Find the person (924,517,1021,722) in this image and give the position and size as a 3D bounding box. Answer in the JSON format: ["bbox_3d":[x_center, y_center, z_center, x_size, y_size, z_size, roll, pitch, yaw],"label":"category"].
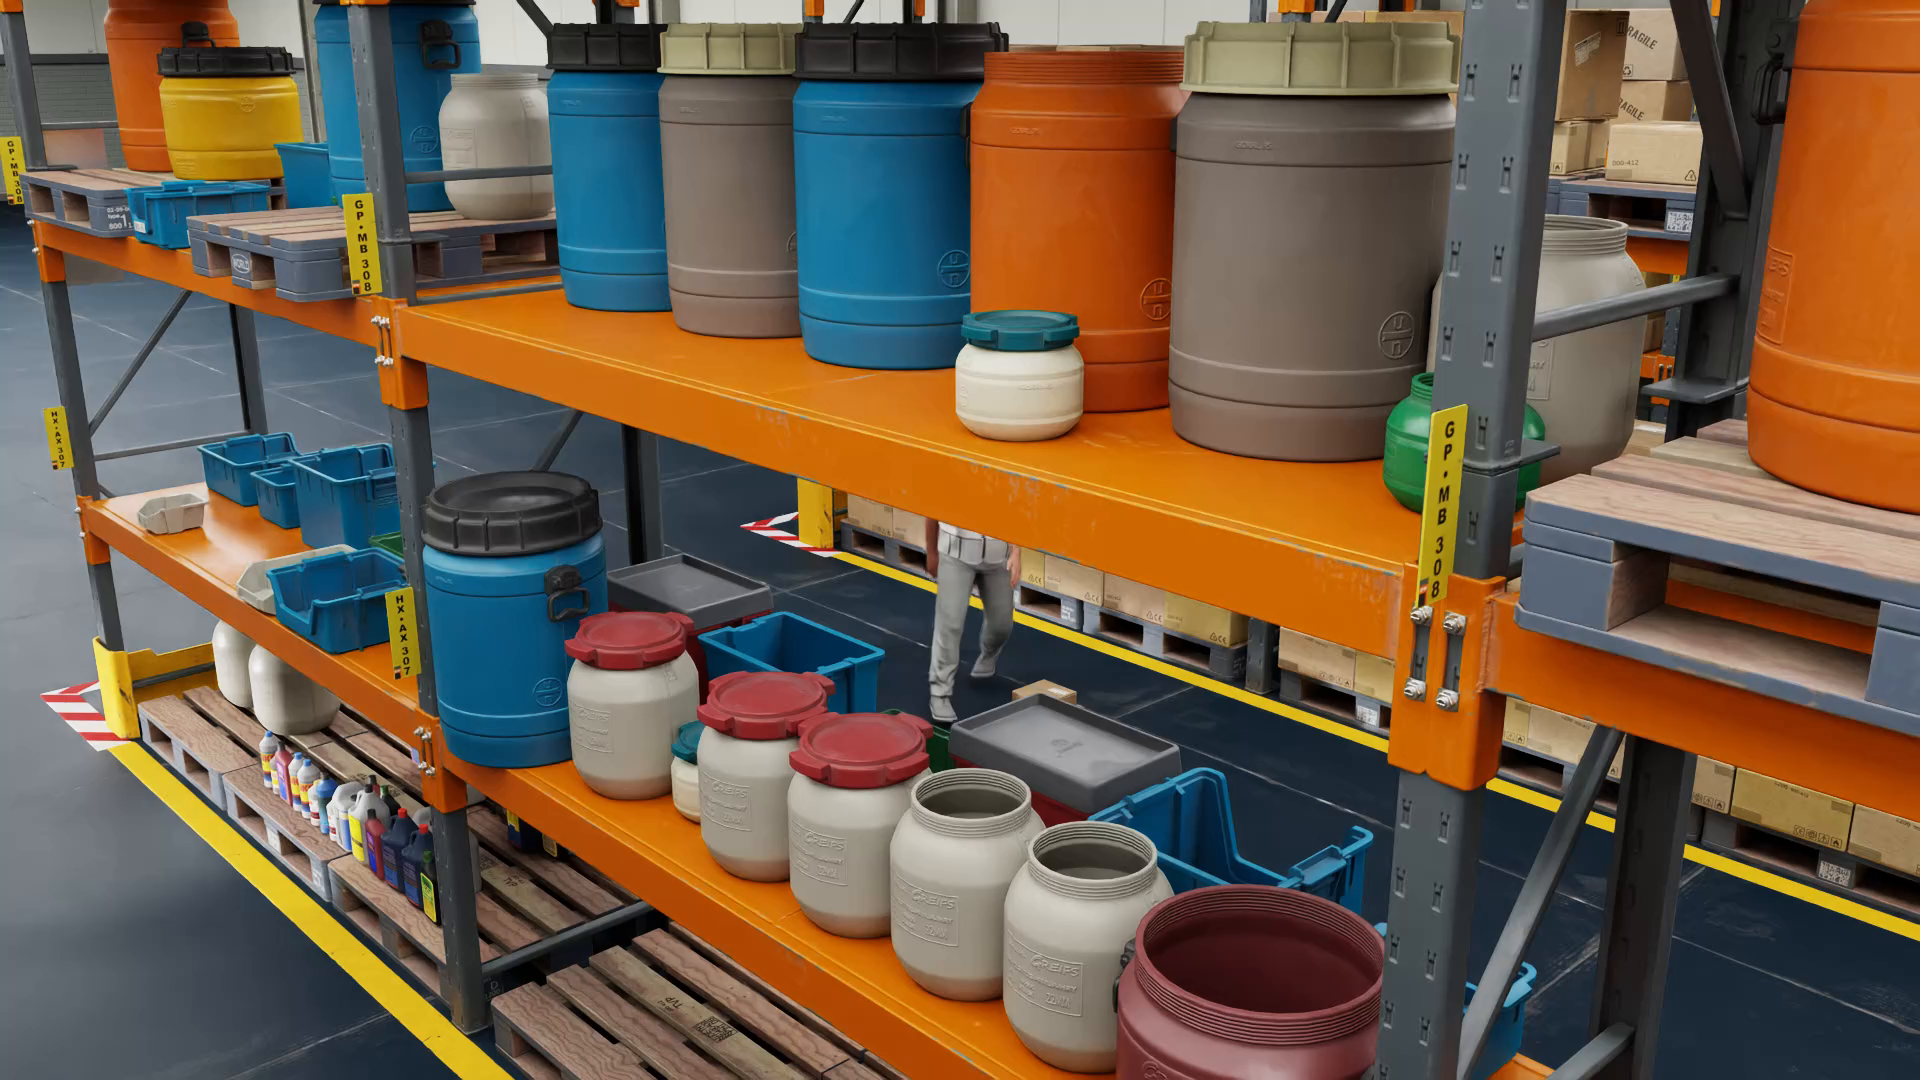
[{"bbox_3d":[0.069,0.084,9.266,0.580,1.709,0.783,-4,18,-12],"label":"person"}]
